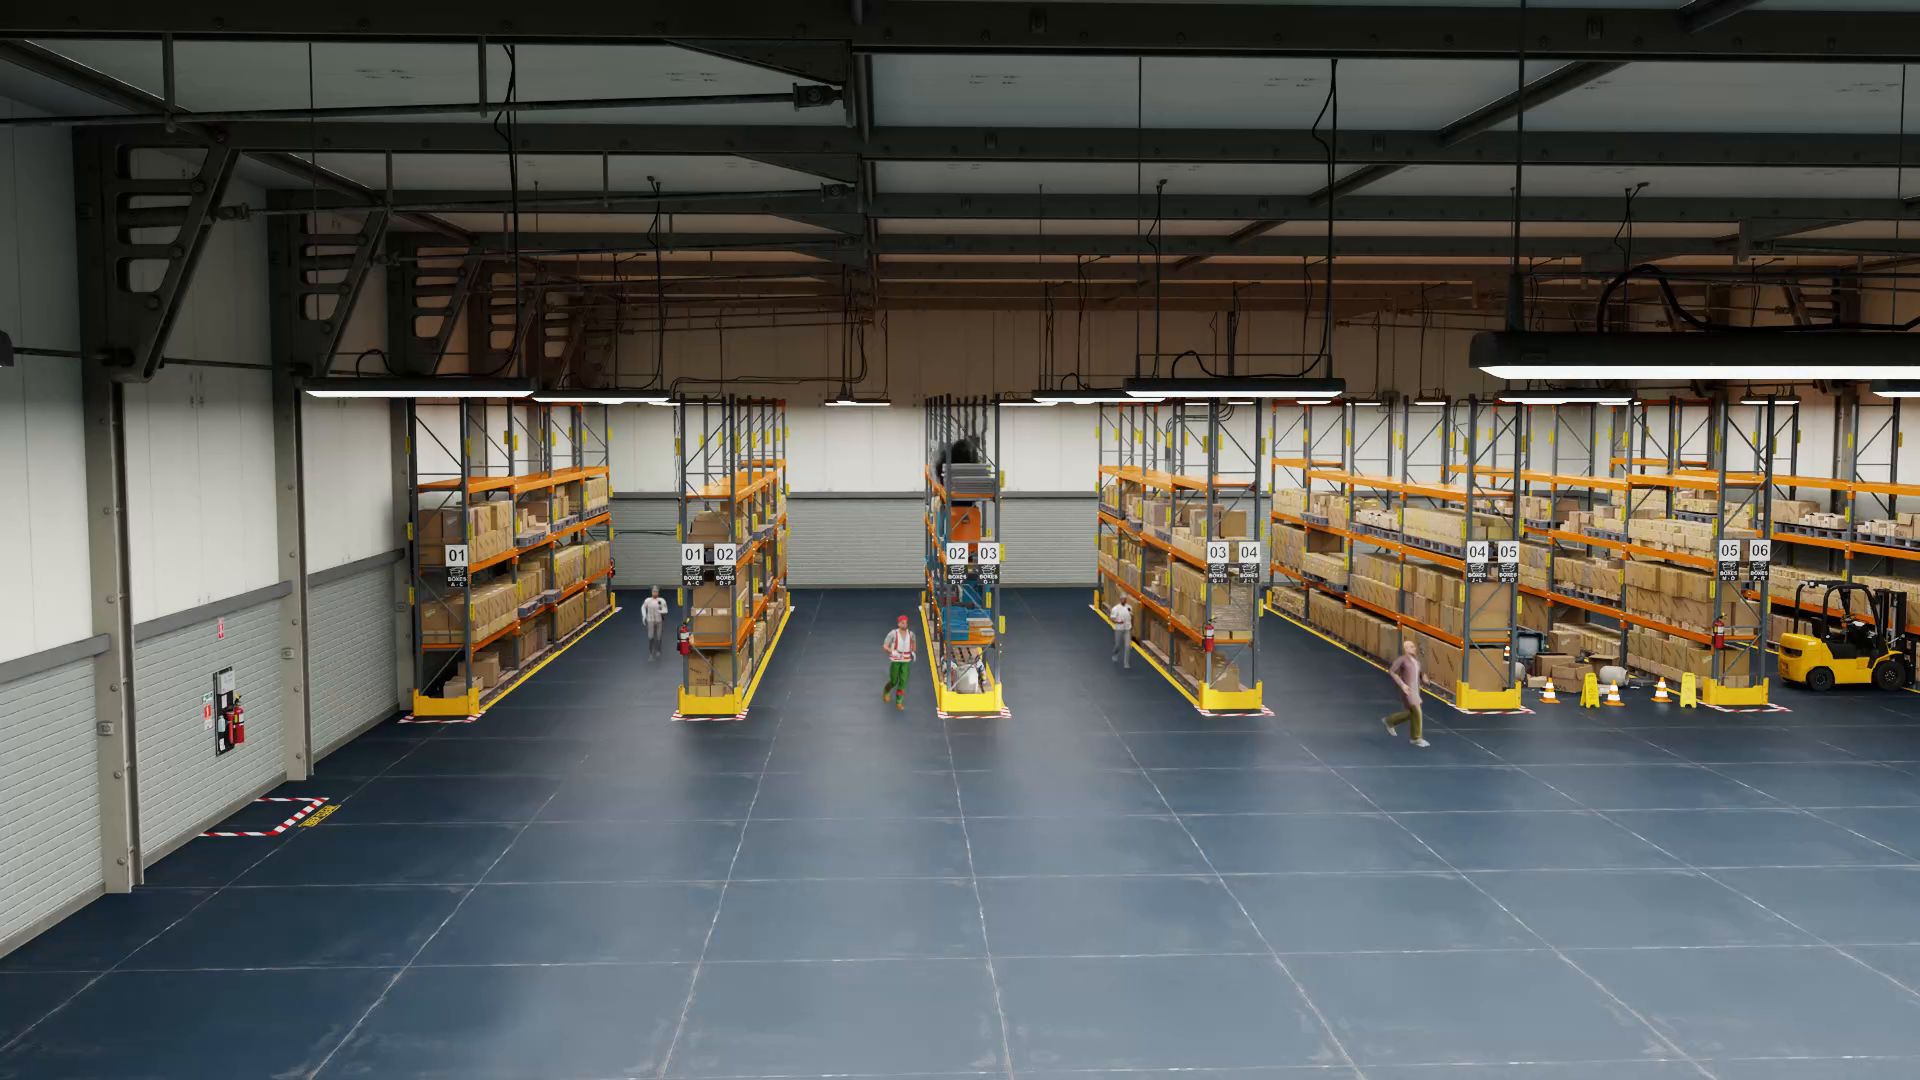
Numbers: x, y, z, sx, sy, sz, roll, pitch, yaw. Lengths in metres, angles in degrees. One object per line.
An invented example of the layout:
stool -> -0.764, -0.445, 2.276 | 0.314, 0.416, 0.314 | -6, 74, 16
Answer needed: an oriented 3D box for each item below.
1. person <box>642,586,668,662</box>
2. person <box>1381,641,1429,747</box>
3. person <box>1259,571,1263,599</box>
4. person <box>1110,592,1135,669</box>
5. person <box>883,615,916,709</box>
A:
person -> -6.926, 1.900, 37.755 | 0.576, 1.749, 0.719 | -1, 5, -11
person -> 7.650, 2.601, 28.452 | 0.888, 1.780, 0.701 | 4, 6, 42
person -> 7.827, 1.321, 44.620 | 0.684, 1.755, 0.639 | 0, 5, 0
person -> 3.609, 1.978, 36.803 | 0.588, 1.668, 0.826 | -1, 5, -9
person -> -1.127, 2.319, 31.813 | 0.693, 1.763, 0.854 | -2, 5, -22
